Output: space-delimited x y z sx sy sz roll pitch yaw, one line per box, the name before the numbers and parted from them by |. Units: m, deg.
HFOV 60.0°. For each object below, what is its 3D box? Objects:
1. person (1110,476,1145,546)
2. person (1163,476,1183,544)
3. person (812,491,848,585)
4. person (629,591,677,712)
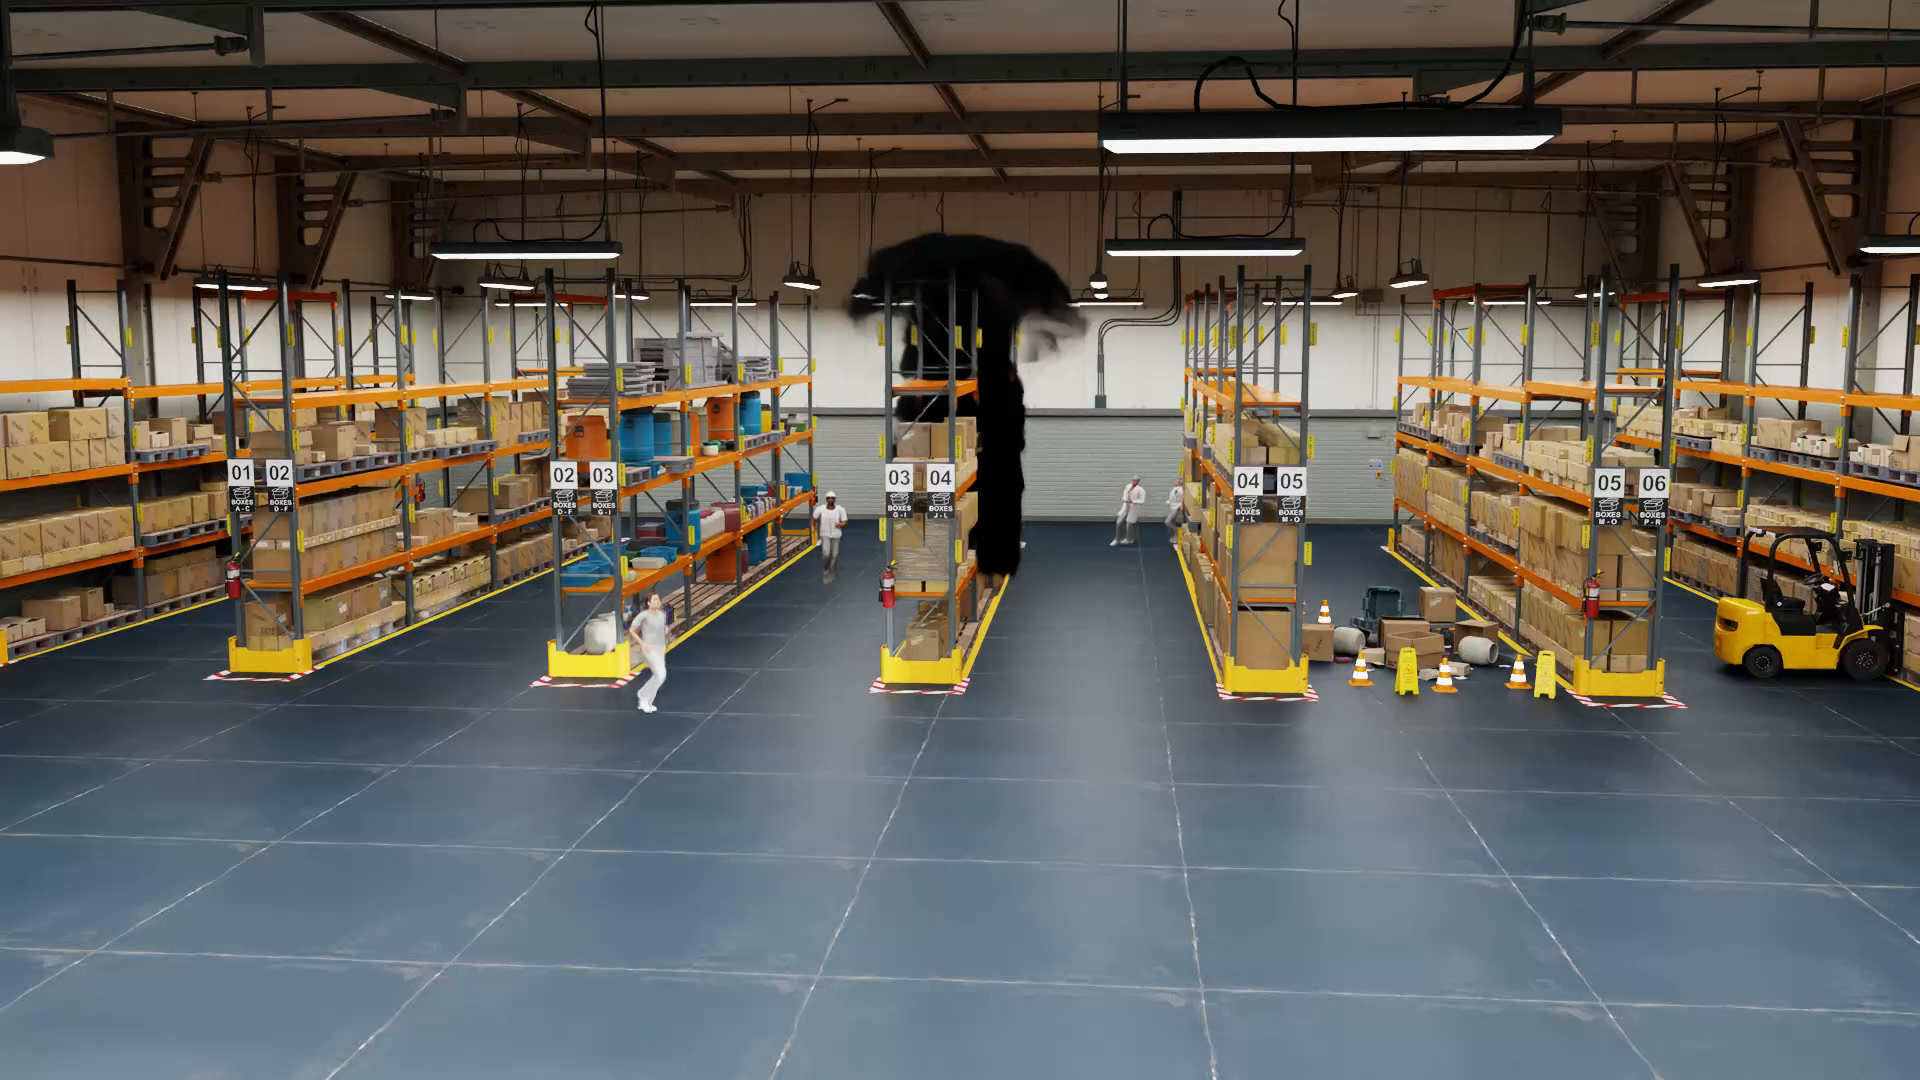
person | 4.082 -0.695 39.991 0.869 1.743 0.791 4 8 32
person | 5.213 -0.733 40.504 0.502 1.677 0.690 -2 7 -13
person | -2.502 -0.034 32.068 0.676 1.813 0.676 -1 7 -9
person | -4.066 1.504 22.178 0.588 1.607 0.537 4 8 31
